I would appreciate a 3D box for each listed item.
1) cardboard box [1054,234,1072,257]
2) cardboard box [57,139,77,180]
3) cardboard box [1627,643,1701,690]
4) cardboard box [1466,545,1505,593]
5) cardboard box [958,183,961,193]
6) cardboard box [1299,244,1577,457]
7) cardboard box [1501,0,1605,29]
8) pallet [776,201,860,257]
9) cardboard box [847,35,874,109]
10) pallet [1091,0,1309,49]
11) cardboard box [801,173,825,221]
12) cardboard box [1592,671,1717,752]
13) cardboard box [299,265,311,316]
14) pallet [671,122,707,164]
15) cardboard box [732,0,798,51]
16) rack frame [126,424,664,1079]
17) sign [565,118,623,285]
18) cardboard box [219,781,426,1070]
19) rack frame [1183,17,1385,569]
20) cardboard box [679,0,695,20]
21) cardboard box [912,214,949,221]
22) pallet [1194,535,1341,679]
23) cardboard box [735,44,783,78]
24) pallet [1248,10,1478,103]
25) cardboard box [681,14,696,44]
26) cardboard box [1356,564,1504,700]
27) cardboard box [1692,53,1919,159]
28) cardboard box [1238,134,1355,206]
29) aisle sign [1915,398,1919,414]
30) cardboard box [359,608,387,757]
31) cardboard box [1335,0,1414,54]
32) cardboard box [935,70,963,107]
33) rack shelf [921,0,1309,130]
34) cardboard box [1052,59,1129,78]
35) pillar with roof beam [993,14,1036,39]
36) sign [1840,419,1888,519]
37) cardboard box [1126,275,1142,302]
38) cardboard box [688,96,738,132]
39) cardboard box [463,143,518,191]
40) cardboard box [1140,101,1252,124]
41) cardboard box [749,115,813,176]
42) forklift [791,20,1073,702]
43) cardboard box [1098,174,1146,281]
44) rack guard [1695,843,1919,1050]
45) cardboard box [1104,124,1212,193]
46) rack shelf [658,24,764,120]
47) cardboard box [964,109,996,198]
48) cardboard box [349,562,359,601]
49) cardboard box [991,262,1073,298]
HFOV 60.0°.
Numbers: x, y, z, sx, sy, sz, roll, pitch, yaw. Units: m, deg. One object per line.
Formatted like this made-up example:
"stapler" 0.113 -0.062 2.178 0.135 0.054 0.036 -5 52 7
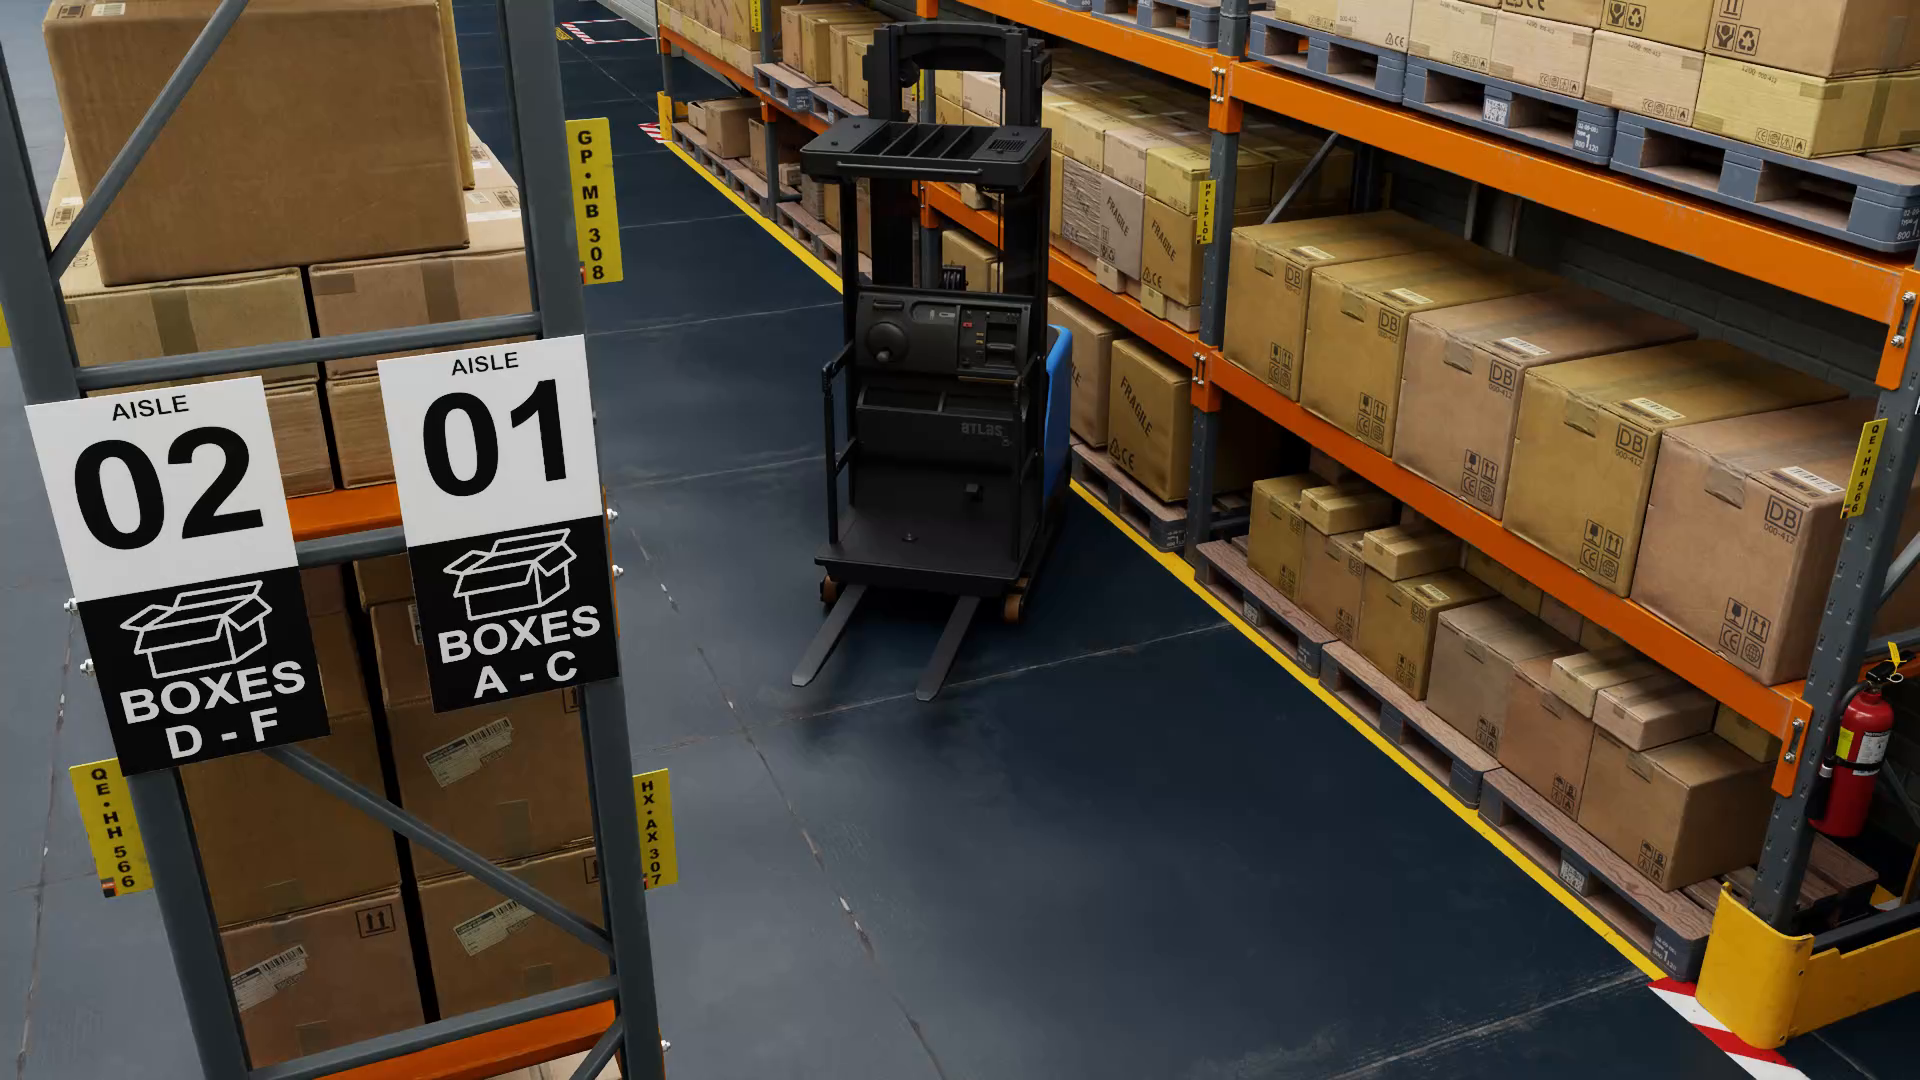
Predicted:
"cardboard box" 0.820 -1.910 10.507 0.380 0.149 0.250 -10 28 -19
"cardboard box" -2.051 -0.902 4.361 0.500 0.250 0.500 -11 28 -21
"cardboard box" 2.998 0.508 6.923 0.380 0.149 0.250 -10 28 -20
"cardboard box" 2.600 0.098 7.761 0.380 0.149 0.250 -11 28 -22
"cardboard box" 0.203 -2.532 11.780 0.380 0.149 0.250 -10 28 -20
"cardboard box" 2.242 -0.914 7.861 0.980 0.700 0.700 -11 28 -22
"cardboard box" 2.394 -2.195 6.131 0.500 0.500 0.500 -12 28 -23
"pallet" -1.063 -2.959 15.570 1.003 0.211 1.213 -11 28 -21
"cardboard box" -0.505 -3.841 13.583 0.700 0.500 0.500 -11 28 -21
"pallet" 1.359 -2.920 9.111 0.805 0.209 1.217 -12 28 -23
"cardboard box" -1.066 -3.306 15.451 0.700 0.500 0.500 -10 28 -19
"cardboard box" 2.746 0.675 6.579 0.380 0.149 0.250 -11 28 -21
"cardboard box" -1.575 -0.766 4.653 0.500 0.250 0.500 -11 28 -21
"pallet" -2.621 -4.523 18.774 1.003 0.211 1.213 -11 28 -21
"cardboard box" -1.839 -4.943 15.748 0.500 0.500 0.500 -11 28 -21
"rack frame" -1.227 1.171 3.933 1.000 3.000 0.127 -11 28 -21
"sign" -0.727 -0.663 3.274 0.100 0.325 0.005 -11 28 -21
"cardboard box" -1.653 0.992 4.186 0.500 0.500 0.500 -10 28 -19
"rack frame" 1.763 -1.297 8.987 1.000 3.000 0.127 -11 28 -21
"cardboard box" -2.645 -5.764 17.431 0.500 0.500 0.500 -12 28 -22
"cardboard box" -0.228 -2.496 13.790 0.700 0.500 0.500 -11 28 -21
"pallet" 1.989 0.277 8.942 1.003 0.211 1.213 -11 28 -21
"cardboard box" -1.834 -4.607 15.915 0.500 0.250 0.500 -11 28 -20
"pallet" 2.074 -2.273 7.668 1.003 0.211 1.213 -11 28 -21
"cardboard box" -2.627 -5.417 17.575 0.500 0.250 0.500 -11 28 -21
"cardboard box" 2.355 0.368 7.947 0.700 0.500 0.500 -10 28 -19
"cardboard box" 2.799 -1.446 5.452 0.500 0.250 0.500 -10 28 -19
"cardboard box" 1.823 -2.052 9.203 0.500 0.250 0.500 -10 28 -19
"aisle sign" 3.082 -0.769 4.944 0.394 0.787 0.004 -11 28 -21
"cardboard box" -1.559 0.491 5.212 0.500 0.500 0.500 -11 28 -21
"cardboard box" 1.978 -2.278 7.157 0.500 0.250 0.500 -11 28 -22
"cardboard box" 0.149 -3.197 11.548 0.500 0.250 0.500 -10 28 -19
"rack shelf" 0.980 -3.129 10.140 1.077 0.370 4.000 -11 28 -21
"cardboard box" 0.813 -3.088 11.325 0.500 0.250 0.500 -12 28 -22
"pillar with roof beam" -3.477 -5.541 10.842 9.100 9.000 0.400 -11 28 -21
"sign" 2.825 -0.221 5.194 0.100 0.325 0.005 -11 28 -21
"cardboard box" 1.190 -1.491 9.648 0.380 0.149 0.250 -10 28 -19
"cardboard box" -2.748 -4.836 18.799 0.500 0.311 0.500 -14 29 -26
"cardboard box" -1.378 -0.790 4.131 0.500 0.250 0.500 -11 28 -21
"cardboard box" 1.411 -2.463 10.046 0.500 0.250 0.500 -12 28 -22
"cardboard box" -1.813 -4.013 16.898 0.500 0.500 0.500 -13 29 -24
"forklift" -0.137 -1.050 8.559 1.130 2.935 3.031 6 27 11
"cardboard box" 1.142 -1.832 9.607 0.500 0.500 0.500 -10 28 -20
"rack guard" 3.339 1.451 6.208 1.175 0.500 0.348 -11 28 -21
"cardboard box" 1.154 -2.174 9.453 0.500 0.250 0.500 -10 28 -19
"rack shelf" -2.153 -5.010 17.413 1.077 0.370 4.000 -11 28 -21
"cardboard box" 0.348 -2.646 11.275 0.500 0.500 0.500 -10 28 -19
"cardboard box" -1.761 -0.165 5.416 0.500 0.500 0.500 -11 28 -21
"cardboard box" 0.701 -1.460 11.293 0.750 0.750 0.750 -11 28 -21
